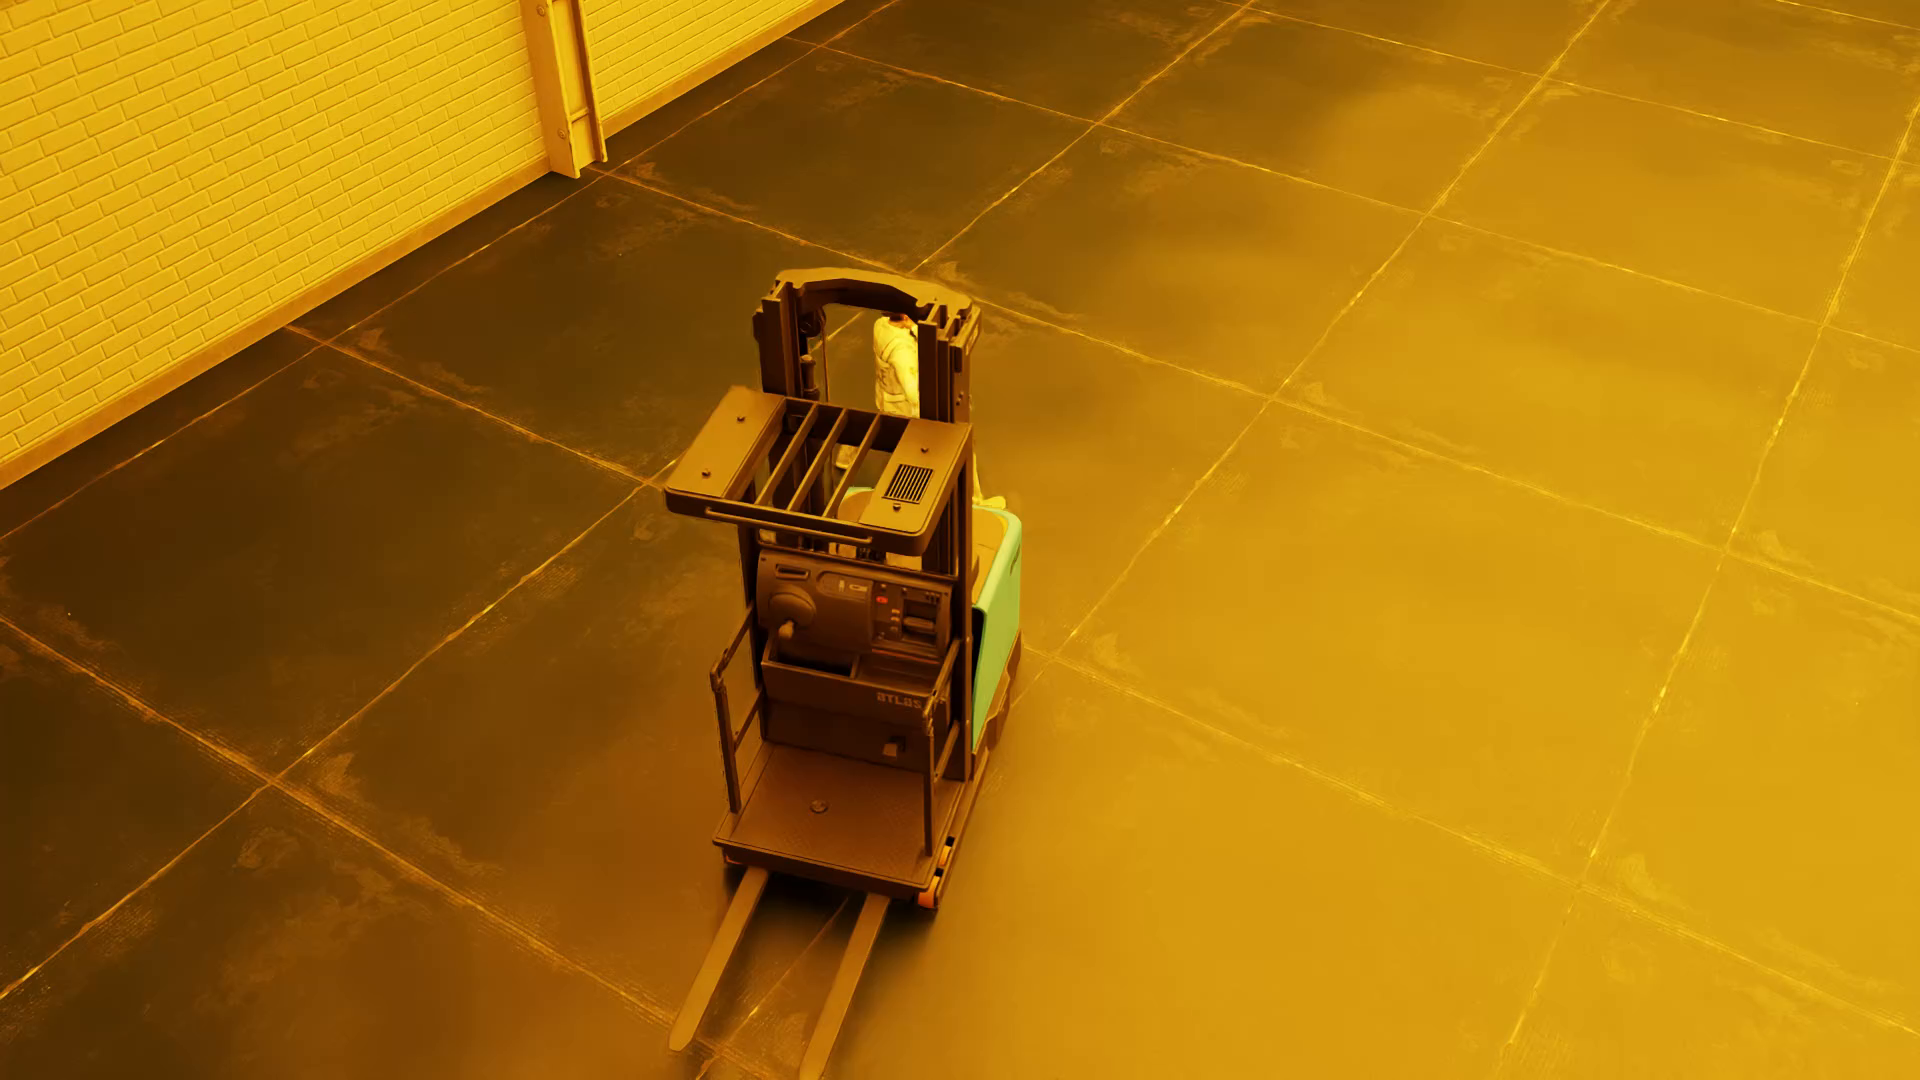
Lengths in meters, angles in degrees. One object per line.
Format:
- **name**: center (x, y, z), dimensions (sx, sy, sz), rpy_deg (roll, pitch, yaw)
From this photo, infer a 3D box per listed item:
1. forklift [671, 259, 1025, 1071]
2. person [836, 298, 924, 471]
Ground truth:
- **forklift**: center (-0.528, 0.346, 7.559), dimensions (1.130, 2.935, 3.031), rpy_deg (10, 41, 12)
- **person**: center (-0.428, -0.935, 10.190), dimensions (0.682, 1.542, 0.882), rpy_deg (-7, 41, -8)
